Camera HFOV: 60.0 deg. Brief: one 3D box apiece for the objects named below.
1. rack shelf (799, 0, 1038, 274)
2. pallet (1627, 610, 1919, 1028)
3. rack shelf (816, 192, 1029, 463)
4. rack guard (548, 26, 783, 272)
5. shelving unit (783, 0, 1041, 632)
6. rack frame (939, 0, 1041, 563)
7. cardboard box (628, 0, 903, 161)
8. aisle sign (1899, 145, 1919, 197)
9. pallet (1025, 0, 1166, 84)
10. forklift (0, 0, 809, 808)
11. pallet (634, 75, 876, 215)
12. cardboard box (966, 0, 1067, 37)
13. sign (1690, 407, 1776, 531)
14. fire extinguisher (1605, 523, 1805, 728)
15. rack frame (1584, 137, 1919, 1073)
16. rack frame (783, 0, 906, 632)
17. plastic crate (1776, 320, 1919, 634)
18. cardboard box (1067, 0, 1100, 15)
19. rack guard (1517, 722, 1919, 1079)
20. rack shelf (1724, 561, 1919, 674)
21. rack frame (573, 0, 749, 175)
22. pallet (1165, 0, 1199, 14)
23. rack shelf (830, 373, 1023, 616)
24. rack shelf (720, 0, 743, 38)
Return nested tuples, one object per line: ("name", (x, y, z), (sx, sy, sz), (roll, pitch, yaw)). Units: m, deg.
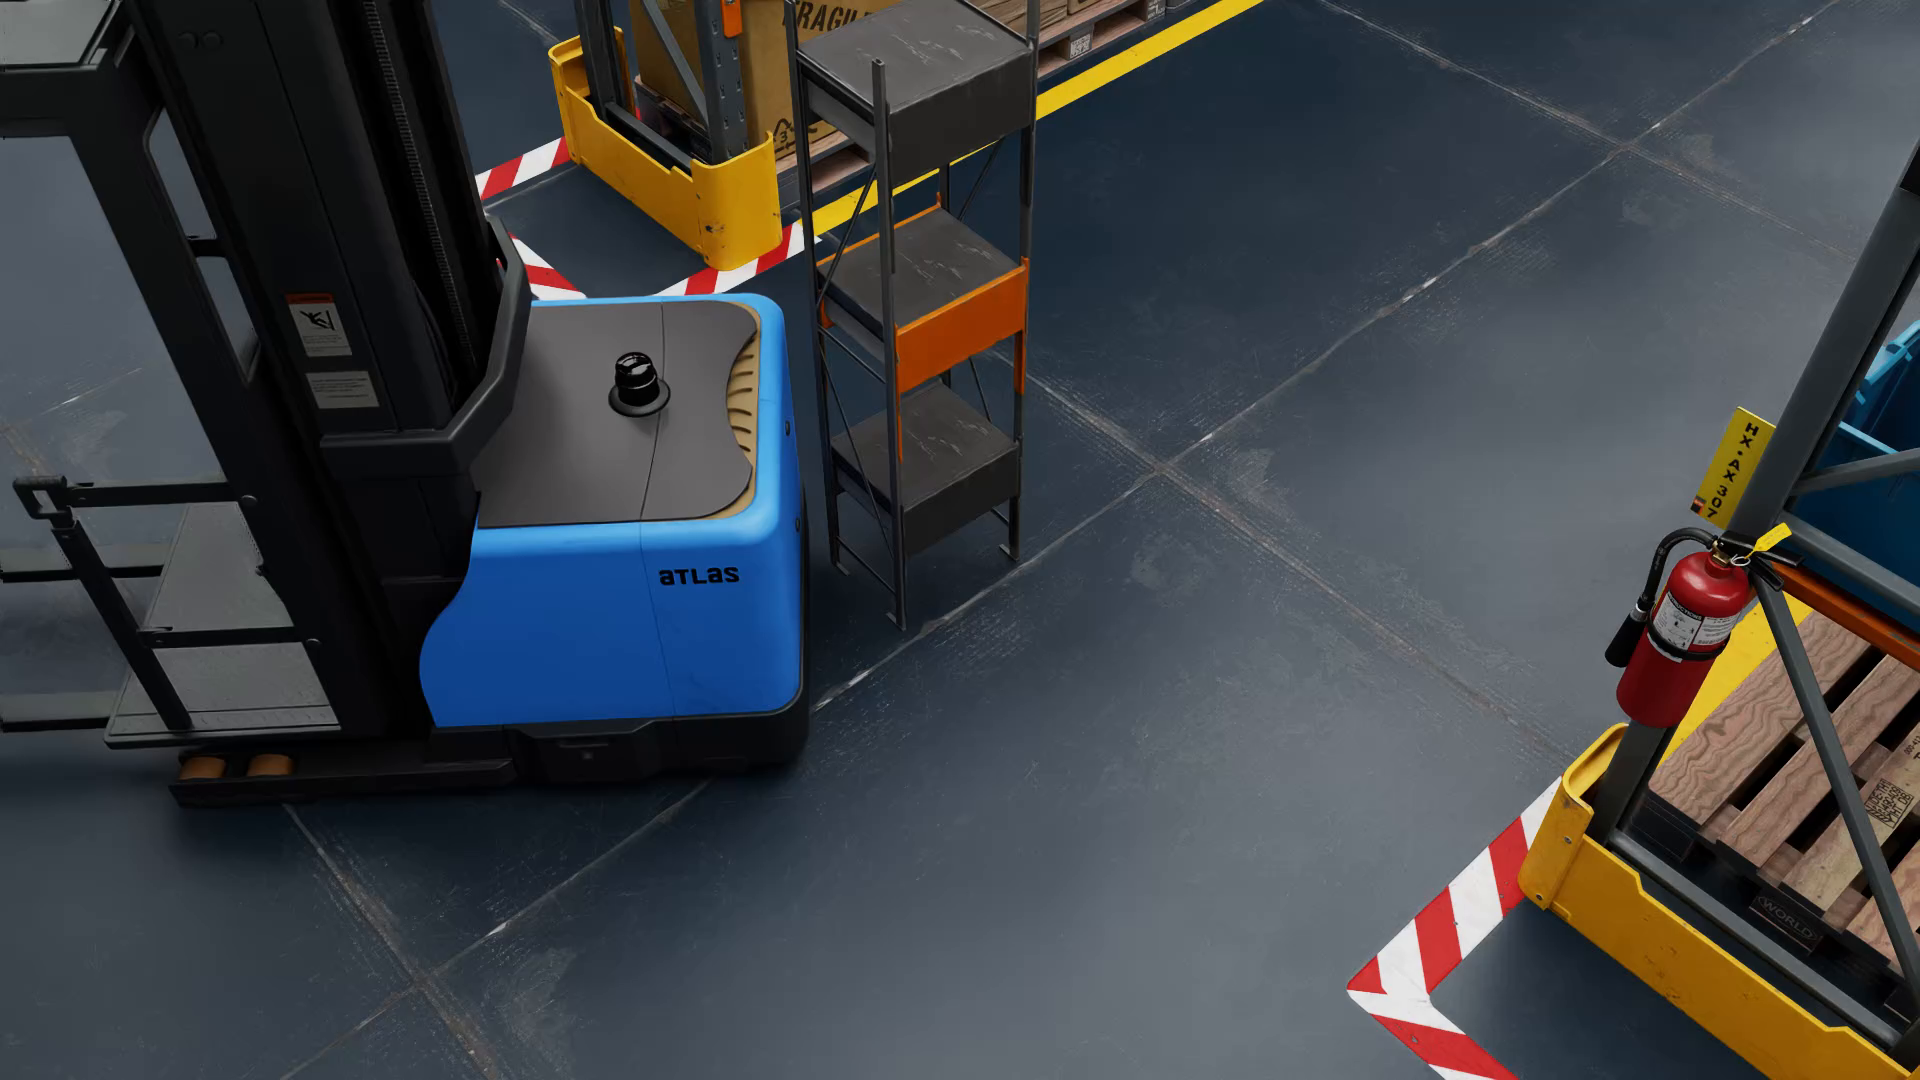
("rack shelf", (-0.120, -1.105, 4.407), (0.480, 0.518, 0.431), (-31, 54, -25))
("pallet", (2.758, 0.750, 4.914), (1.213, 0.211, 1.003), (-34, 56, -27))
("rack shelf", (-0.120, -0.630, 4.921), (0.480, 0.518, 0.431), (-31, 54, -25))
("rack guard", (-1.228, -1.643, 6.925), (0.348, 0.500, 1.175), (-34, 56, -27))
("shelving unit", (-0.120, -0.639, 4.911), (0.503, 2.100, 0.431), (-31, 54, -25))
("rack frame", (0.070, -0.752, 5.015), (0.015, 2.100, 0.400), (-31, 54, -25))
("cardboard box", (-0.790, -2.284, 6.976), (0.875, 0.875, 0.875), (-34, 56, -27))
("aisle sign", (1.872, -0.814, 2.691), (0.004, 0.787, 0.394), (-34, 56, -27))
("pallet", (0.231, -2.595, 8.000), (1.213, 0.211, 1.003), (-34, 56, -27))
("forklift", (-2.003, -0.594, 4.304), (3.031, 2.935, 1.130), (-3, 47, -2))
("pallet", (-0.671, -1.994, 7.447), (1.213, 0.211, 1.003), (-34, 56, -27))
("cardboard box", (-0.117, -2.734, 7.392), (0.875, 0.875, 0.875), (-34, 56, -27))
("sign", (1.740, -0.155, 3.741), (0.005, 0.325, 0.100), (-34, 56, -27))
("fire extinguisher", (1.705, 0.171, 3.857), (0.183, 0.674, 0.296), (-34, 56, -27))
("rack frame", (2.122, 0.191, 3.533), (0.127, 3.000, 1.000), (-34, 56, -27))
("rack frame", (-0.309, -0.526, 4.807), (0.015, 2.100, 0.400), (-31, 54, -25))
("plastic crate", (2.244, -0.108, 3.744), (0.499, 0.435, 0.616), (-34, 56, -27))
("cardboard box", (0.541, -3.174, 7.798), (0.875, 0.875, 0.875), (-34, 56, -27))
("rack guard", (2.113, 1.058, 4.434), (0.348, 0.500, 1.175), (-34, 56, -27))
("rack shelf", (3.602, -0.554, 4.709), (4.000, 0.370, 1.077), (-34, 56, -27))
("rack frame", (-1.210, -2.502, 6.018), (0.127, 3.000, 1.000), (-34, 56, -27))
("pallet", (1.134, -3.201, 8.560), (1.213, 0.211, 1.003), (-34, 56, -27))
("rack shelf", (-0.120, -0.155, 5.436), (0.480, 0.518, 0.431), (-31, 54, -25))
("rack shelf", (0.270, -3.247, 7.195), (4.000, 0.370, 1.077), (-34, 56, -27))
